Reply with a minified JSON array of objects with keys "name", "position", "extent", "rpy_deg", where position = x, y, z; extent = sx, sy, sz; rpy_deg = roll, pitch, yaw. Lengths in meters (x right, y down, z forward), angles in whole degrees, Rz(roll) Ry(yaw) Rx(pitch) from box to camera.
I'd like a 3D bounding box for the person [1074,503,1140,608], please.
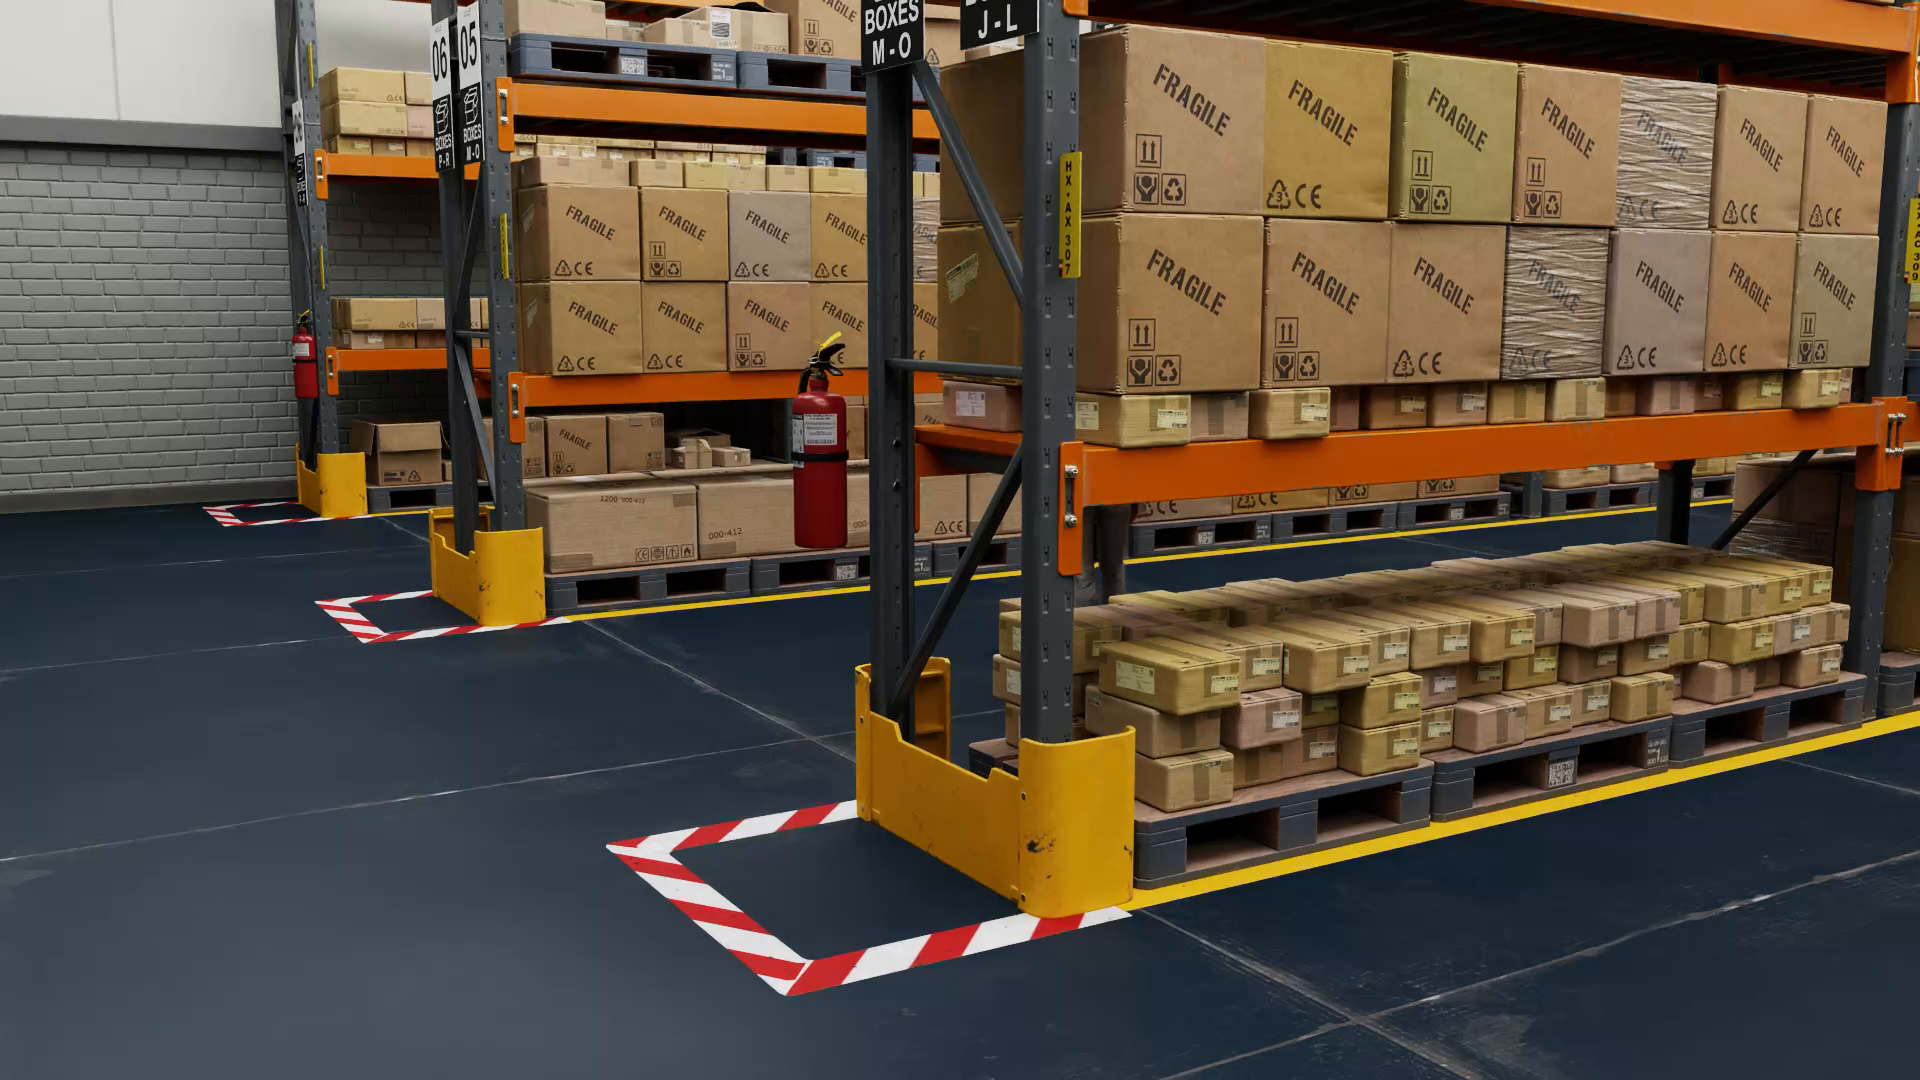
[{"name":"person","position":[0.602,-0.204,7.684],"extent":[0.433,1.599,0.464],"rpy_deg":[-2,9,-15]}]
